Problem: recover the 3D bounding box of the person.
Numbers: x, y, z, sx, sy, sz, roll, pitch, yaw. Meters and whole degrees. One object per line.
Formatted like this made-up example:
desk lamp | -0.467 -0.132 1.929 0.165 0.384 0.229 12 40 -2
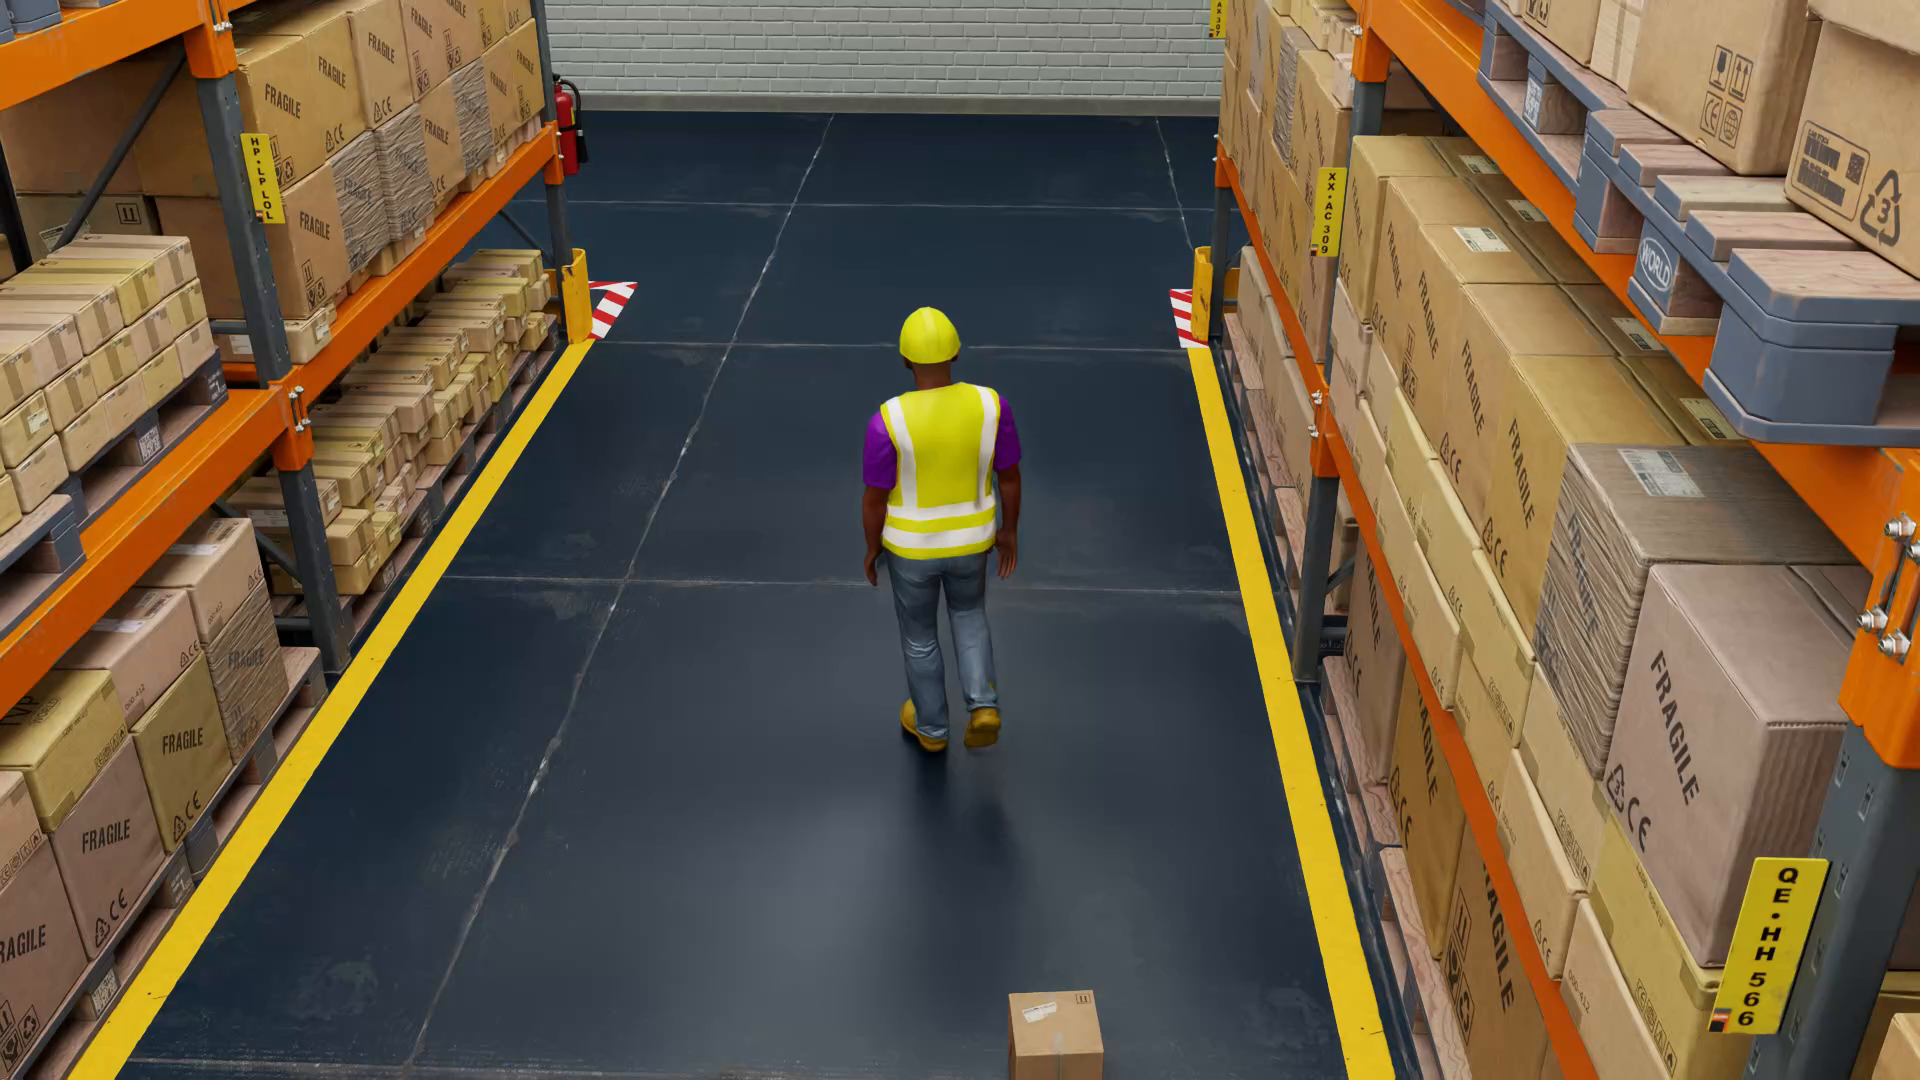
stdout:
person | -0.057 0.018 6.009 0.581 1.758 0.544 -9 29 -16
